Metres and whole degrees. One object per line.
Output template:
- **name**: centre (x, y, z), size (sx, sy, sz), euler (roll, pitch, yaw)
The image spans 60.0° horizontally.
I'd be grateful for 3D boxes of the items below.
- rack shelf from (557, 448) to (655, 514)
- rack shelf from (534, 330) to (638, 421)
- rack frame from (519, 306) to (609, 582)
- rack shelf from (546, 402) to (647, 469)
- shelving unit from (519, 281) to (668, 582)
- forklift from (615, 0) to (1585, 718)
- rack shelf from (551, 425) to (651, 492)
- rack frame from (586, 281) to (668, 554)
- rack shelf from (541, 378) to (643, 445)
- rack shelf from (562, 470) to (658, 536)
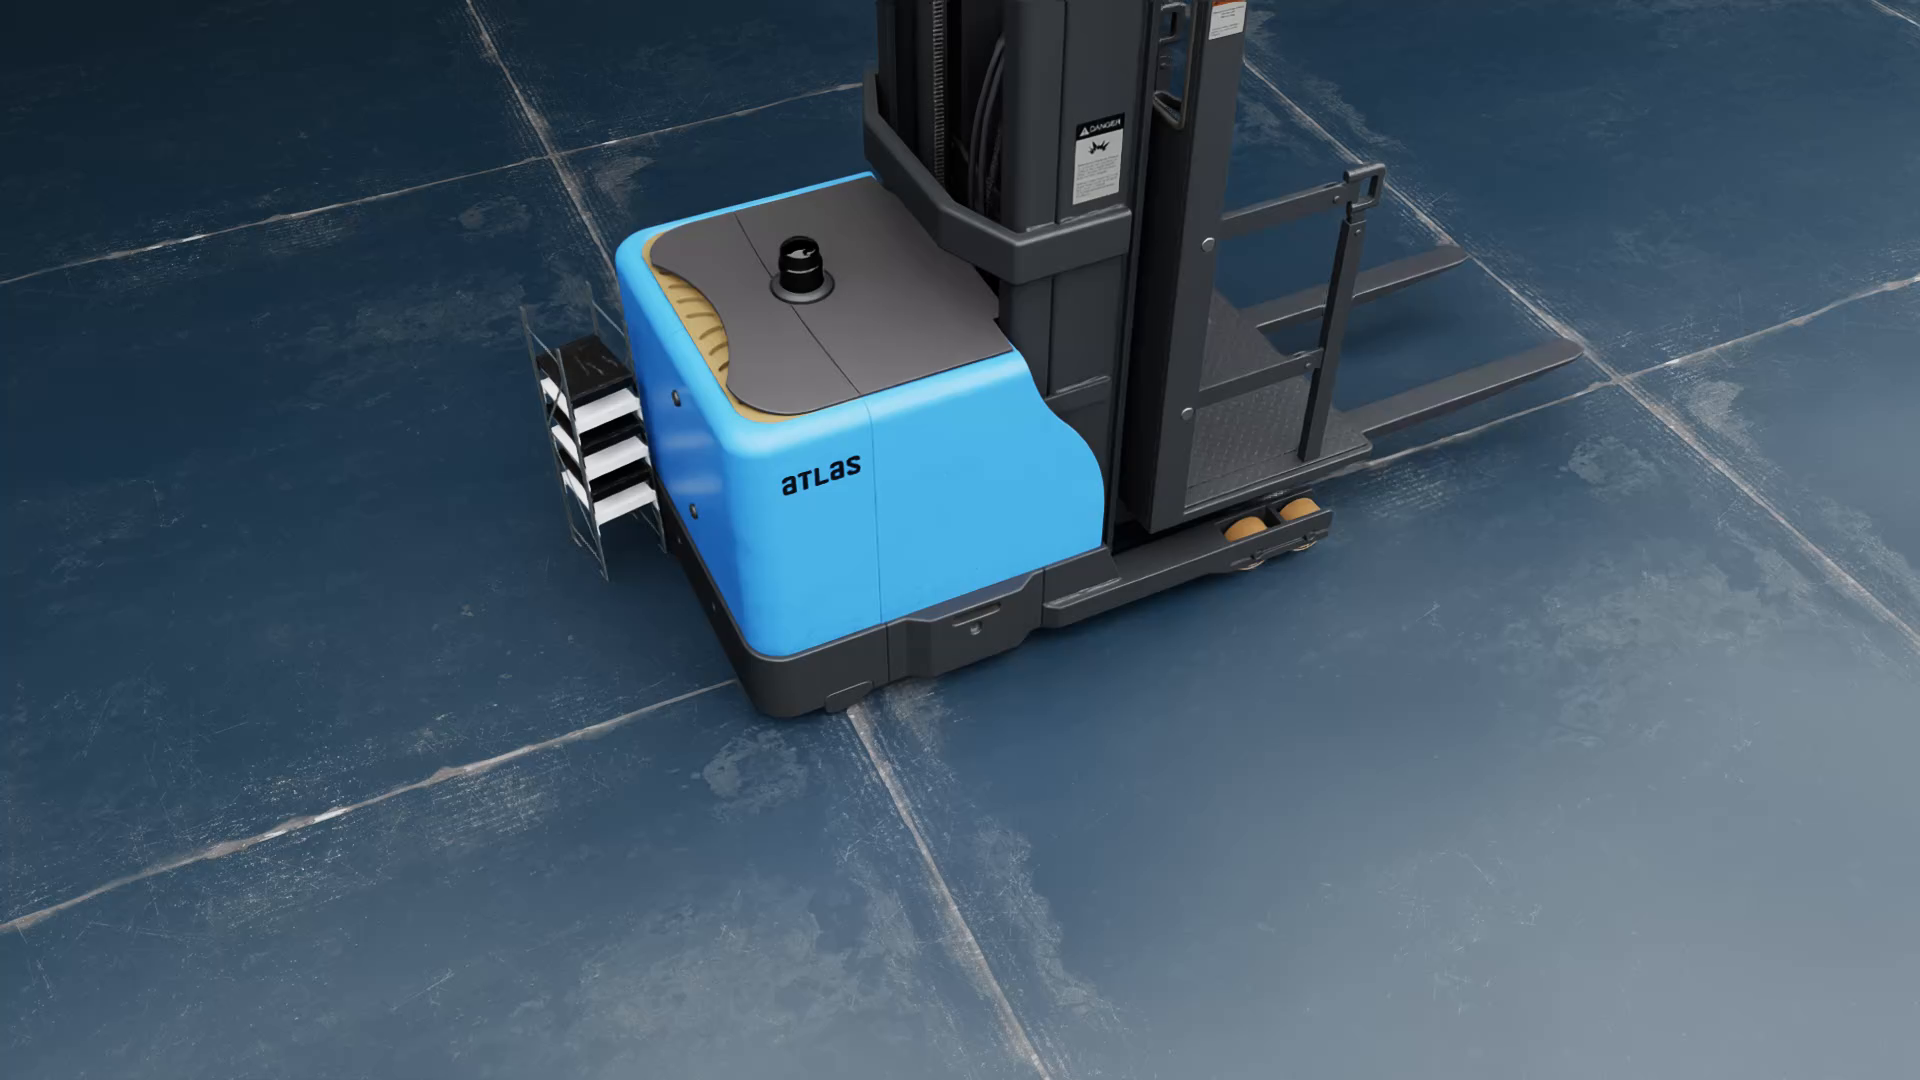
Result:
- **rack shelf**: centre (-1.071, -0.215, 5.003), size (0.200, 0.077, 0.258), euler (-27, 51, -25)
- **rack shelf**: centre (-1.071, -0.471, 4.750), size (0.200, 0.077, 0.258), euler (-27, 51, -25)
- **rack frame**: centre (-1.153, -0.261, 4.874), size (0.006, 0.900, 0.240), euler (-27, 51, -25)
- **rack shelf**: centre (-1.071, -0.343, 4.876), size (0.200, 0.077, 0.258), euler (-27, 51, -25)
- **shelving unit**: centre (-1.071, -0.303, 4.916), size (0.210, 0.900, 0.258), euler (-27, 51, -25)
- **forklift**: centre (0.591, -1.266, 4.446), size (3.031, 2.935, 1.130), euler (-19, 48, -18)
- **rack shelf**: centre (-1.071, -0.279, 4.940), size (0.200, 0.077, 0.258), euler (-27, 51, -25)
- **rack frame**: centre (-0.989, -0.345, 4.959), size (0.006, 0.900, 0.240), euler (-27, 51, -25)
- **rack shelf**: centre (-1.071, -0.407, 4.813), size (0.200, 0.077, 0.258), euler (-27, 51, -25)
- **rack shelf**: centre (-1.071, -0.151, 5.066), size (0.200, 0.077, 0.258), euler (-27, 51, -25)
